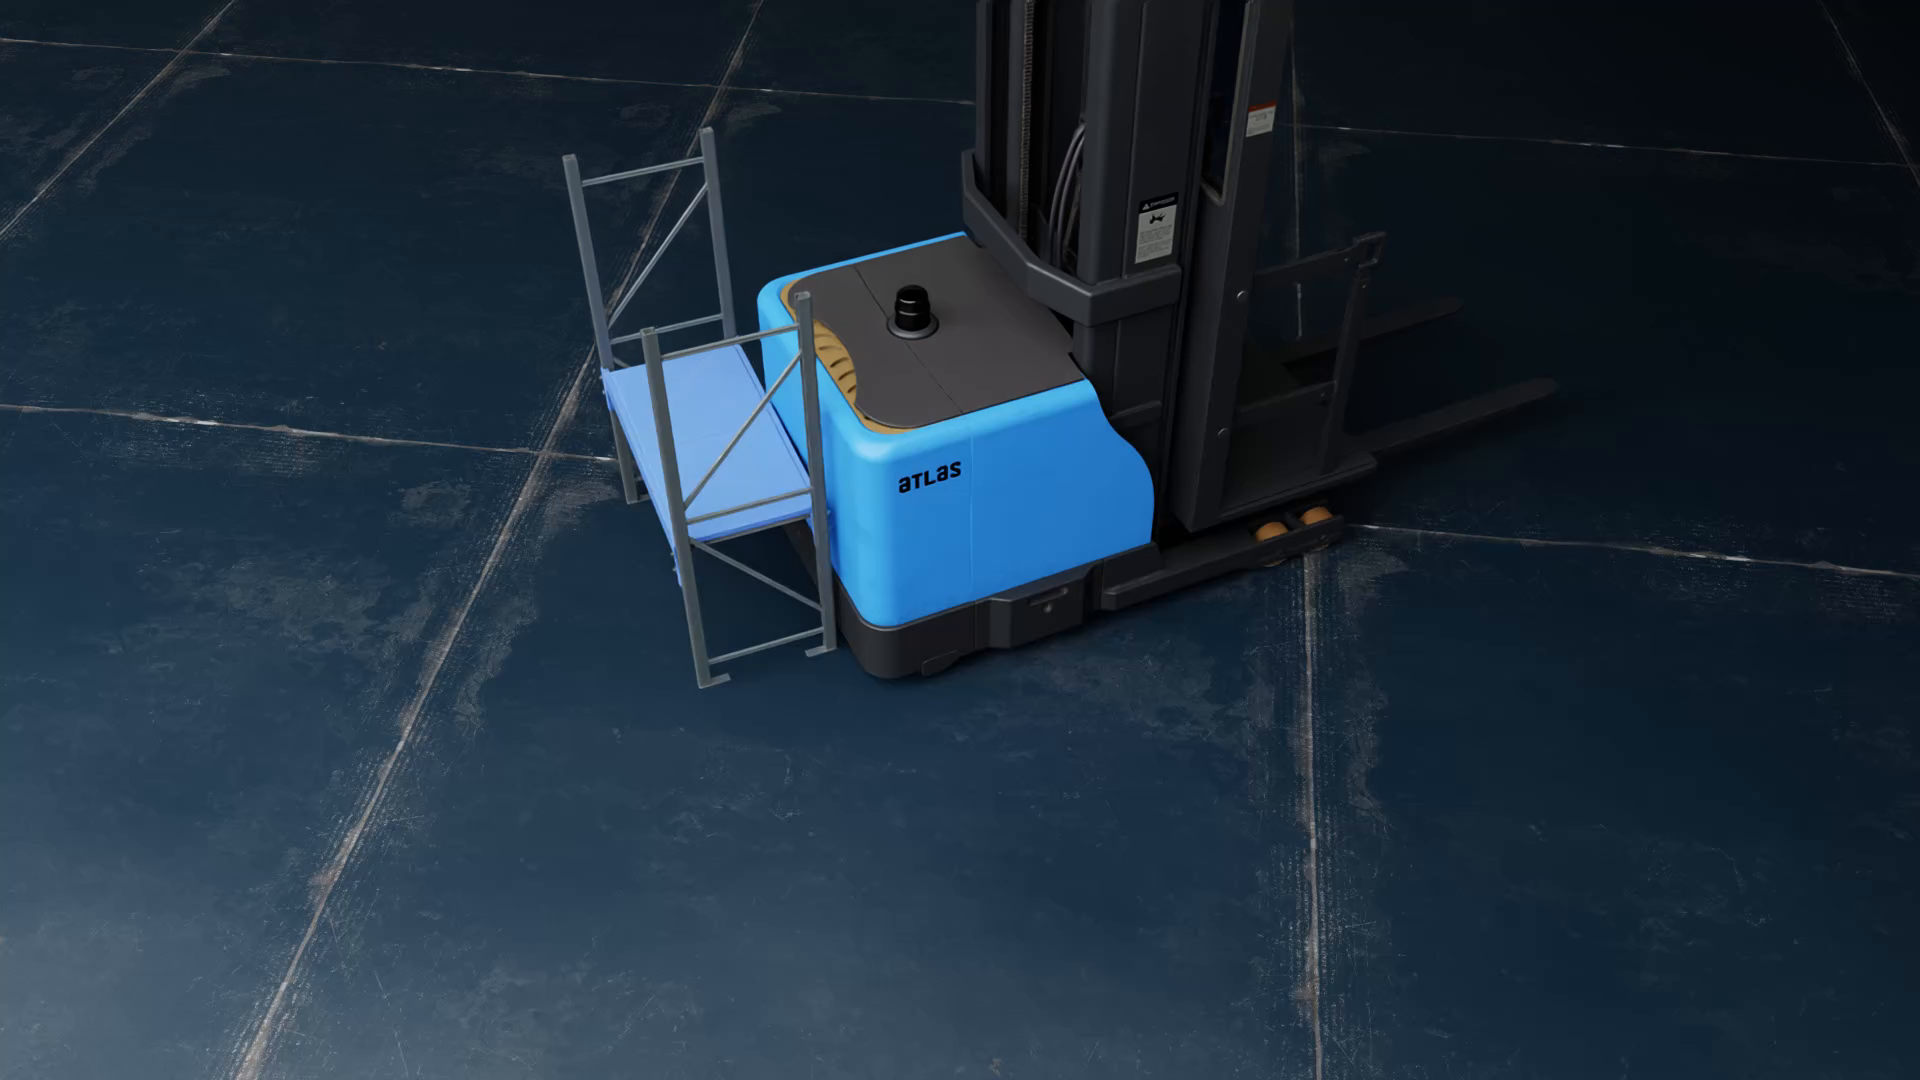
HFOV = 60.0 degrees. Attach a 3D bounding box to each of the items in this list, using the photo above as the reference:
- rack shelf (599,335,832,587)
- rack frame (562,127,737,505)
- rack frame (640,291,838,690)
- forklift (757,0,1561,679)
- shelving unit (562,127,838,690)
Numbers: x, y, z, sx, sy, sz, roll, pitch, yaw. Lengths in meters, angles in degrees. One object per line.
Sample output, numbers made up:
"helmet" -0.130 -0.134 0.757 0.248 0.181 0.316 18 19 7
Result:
"rack shelf" -0.859 -0.298 5.736 0.538 0.185 1.000 -16 46 -16
"rack frame" -1.051 -0.753 5.954 0.500 1.500 0.032 -16 46 -16
"rack frame" -0.667 -0.105 5.270 0.500 1.500 0.032 -16 46 -16
"forklift" 0.861 -1.280 5.470 3.031 2.935 1.130 -18 46 -18
"shelving unit" -0.859 -0.429 5.612 0.538 1.500 1.048 -16 46 -16
